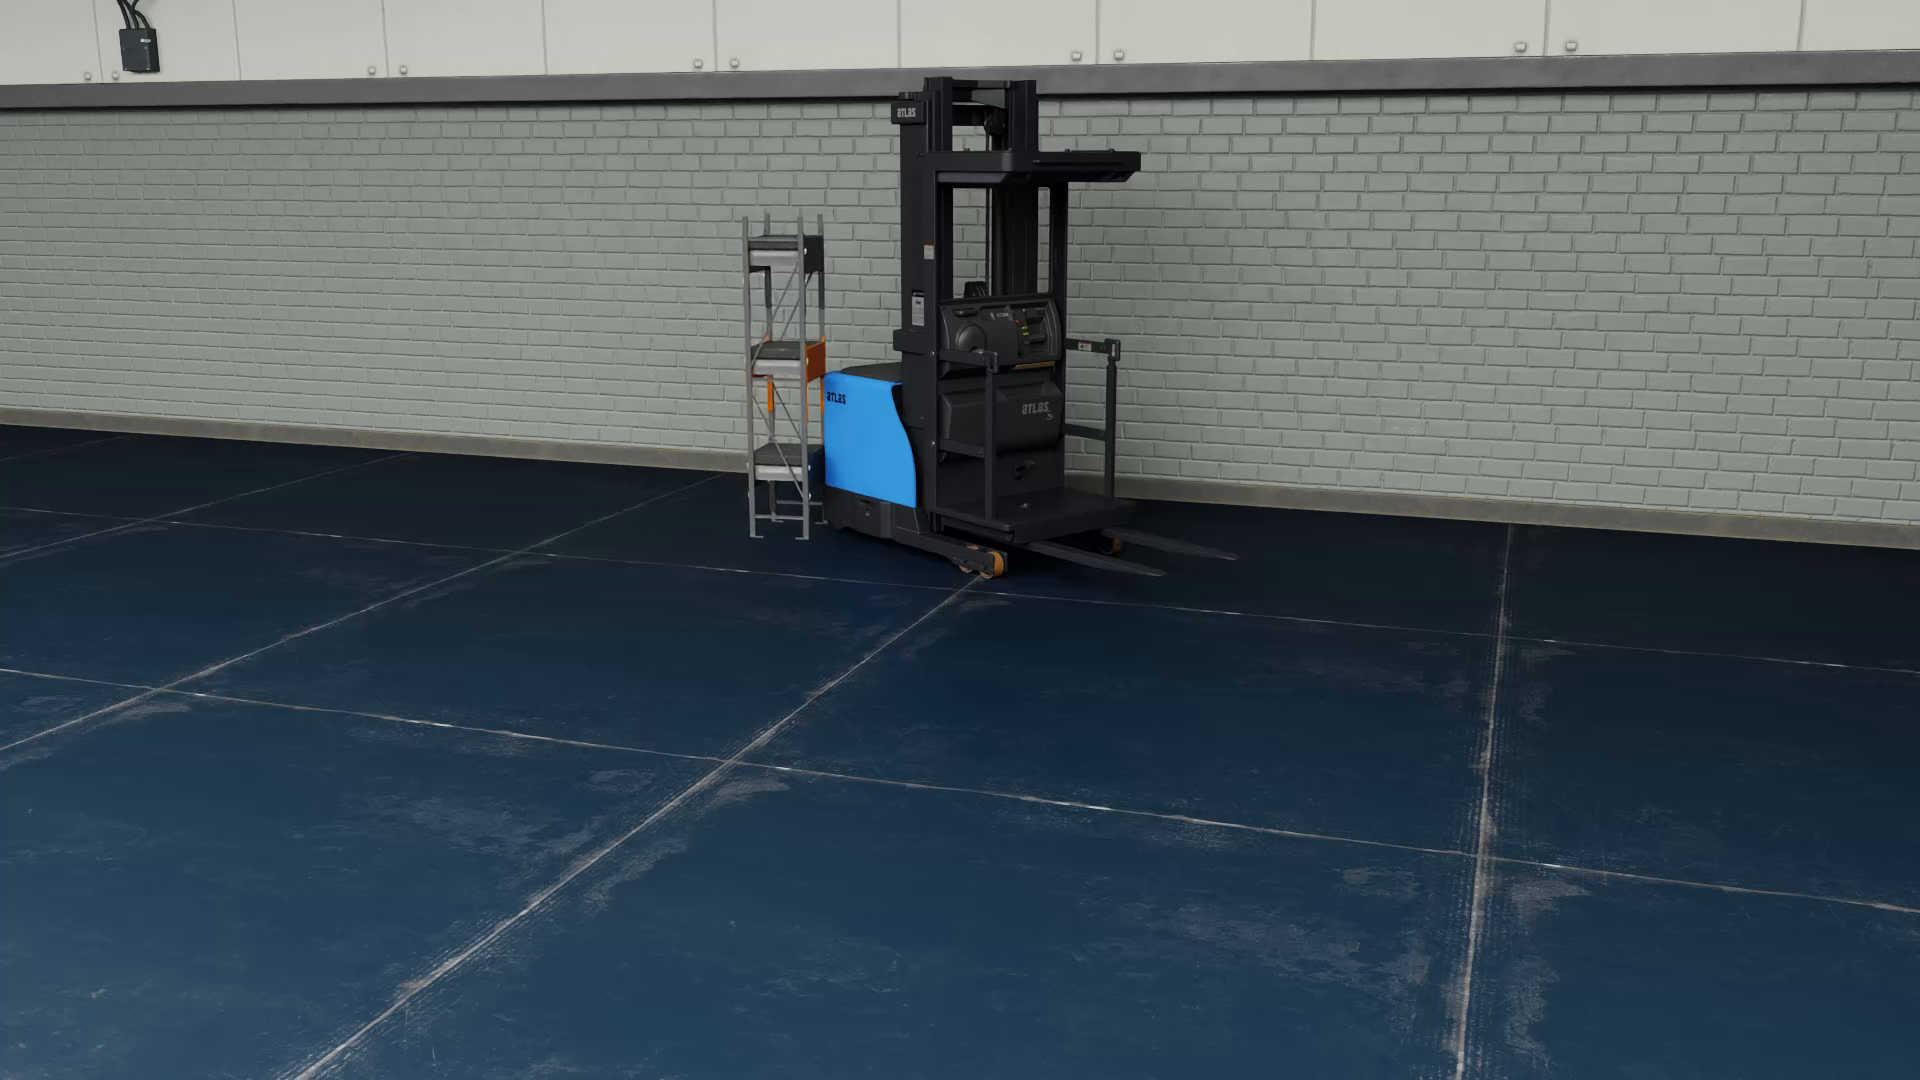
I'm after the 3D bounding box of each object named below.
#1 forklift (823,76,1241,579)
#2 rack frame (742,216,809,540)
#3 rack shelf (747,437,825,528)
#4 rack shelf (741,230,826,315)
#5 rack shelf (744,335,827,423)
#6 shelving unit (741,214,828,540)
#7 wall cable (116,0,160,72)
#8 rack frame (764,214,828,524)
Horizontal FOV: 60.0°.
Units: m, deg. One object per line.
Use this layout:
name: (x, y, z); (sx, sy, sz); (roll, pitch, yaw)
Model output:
forklift: (0.395, -1.322, 10.192); (1.130, 2.935, 3.031); (-10, 16, -38)
rack frame: (-1.193, -1.033, 10.794); (0.400, 2.100, 0.015); (2, 13, 10)
rack shelf: (-1.152, -0.391, 11.187); (0.431, 0.518, 0.480); (2, 13, 10)
rack shelf: (-1.149, -1.756, 10.875); (0.431, 0.518, 0.480); (2, 13, 10)
rack shelf: (-1.150, -1.073, 11.031); (0.431, 0.518, 0.480); (2, 13, 10)
shelving unit: (-1.150, -1.087, 11.028); (0.431, 2.100, 0.503); (2, 13, 10)
wall cable: (-6.144, -6.910, 13.396); (2.305, 6.003, 0.169); (4, 14, 18)
rack frame: (-1.107, -1.140, 11.262); (0.400, 2.100, 0.015); (2, 13, 10)
